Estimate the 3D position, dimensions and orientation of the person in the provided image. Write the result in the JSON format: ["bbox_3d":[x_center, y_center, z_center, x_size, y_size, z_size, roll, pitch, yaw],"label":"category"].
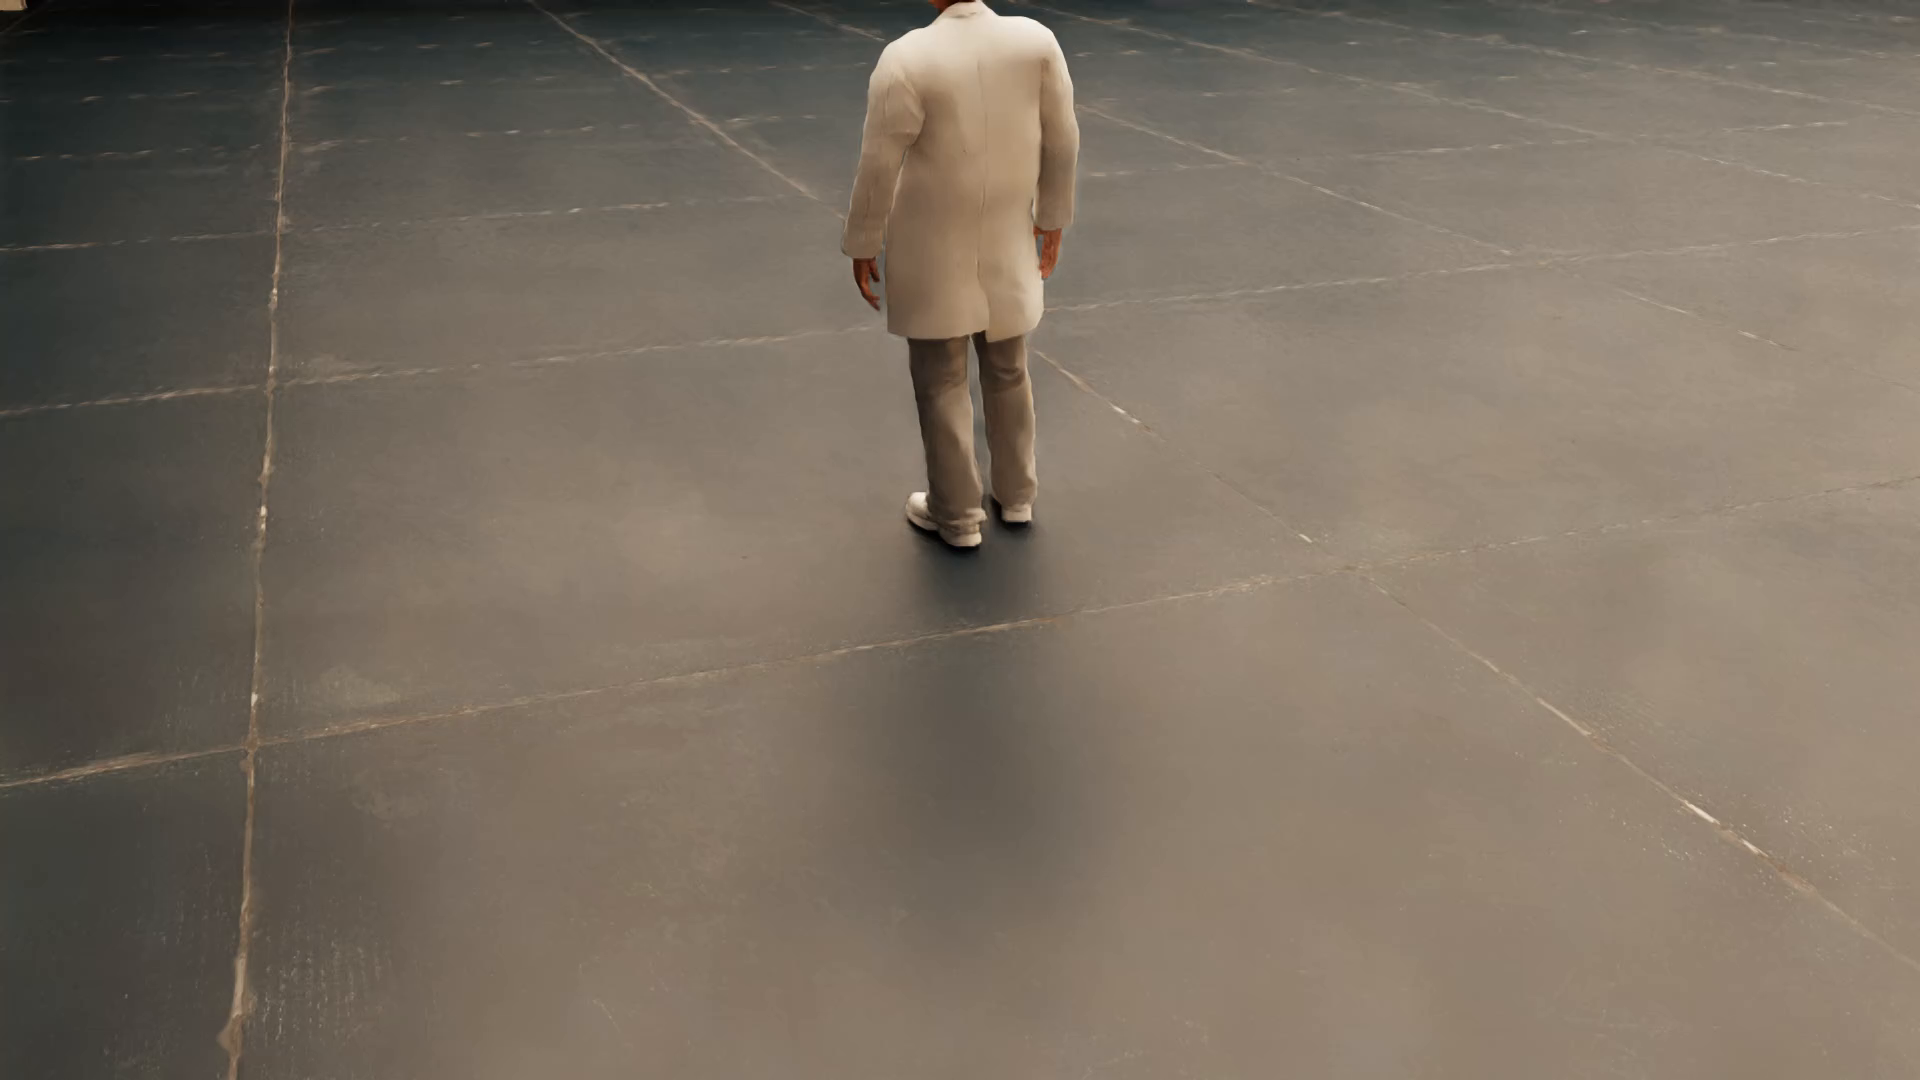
[{"bbox_3d":[-0.027,-0.860,4.812,0.694,1.776,0.579,-8,24,-18],"label":"person"}]
